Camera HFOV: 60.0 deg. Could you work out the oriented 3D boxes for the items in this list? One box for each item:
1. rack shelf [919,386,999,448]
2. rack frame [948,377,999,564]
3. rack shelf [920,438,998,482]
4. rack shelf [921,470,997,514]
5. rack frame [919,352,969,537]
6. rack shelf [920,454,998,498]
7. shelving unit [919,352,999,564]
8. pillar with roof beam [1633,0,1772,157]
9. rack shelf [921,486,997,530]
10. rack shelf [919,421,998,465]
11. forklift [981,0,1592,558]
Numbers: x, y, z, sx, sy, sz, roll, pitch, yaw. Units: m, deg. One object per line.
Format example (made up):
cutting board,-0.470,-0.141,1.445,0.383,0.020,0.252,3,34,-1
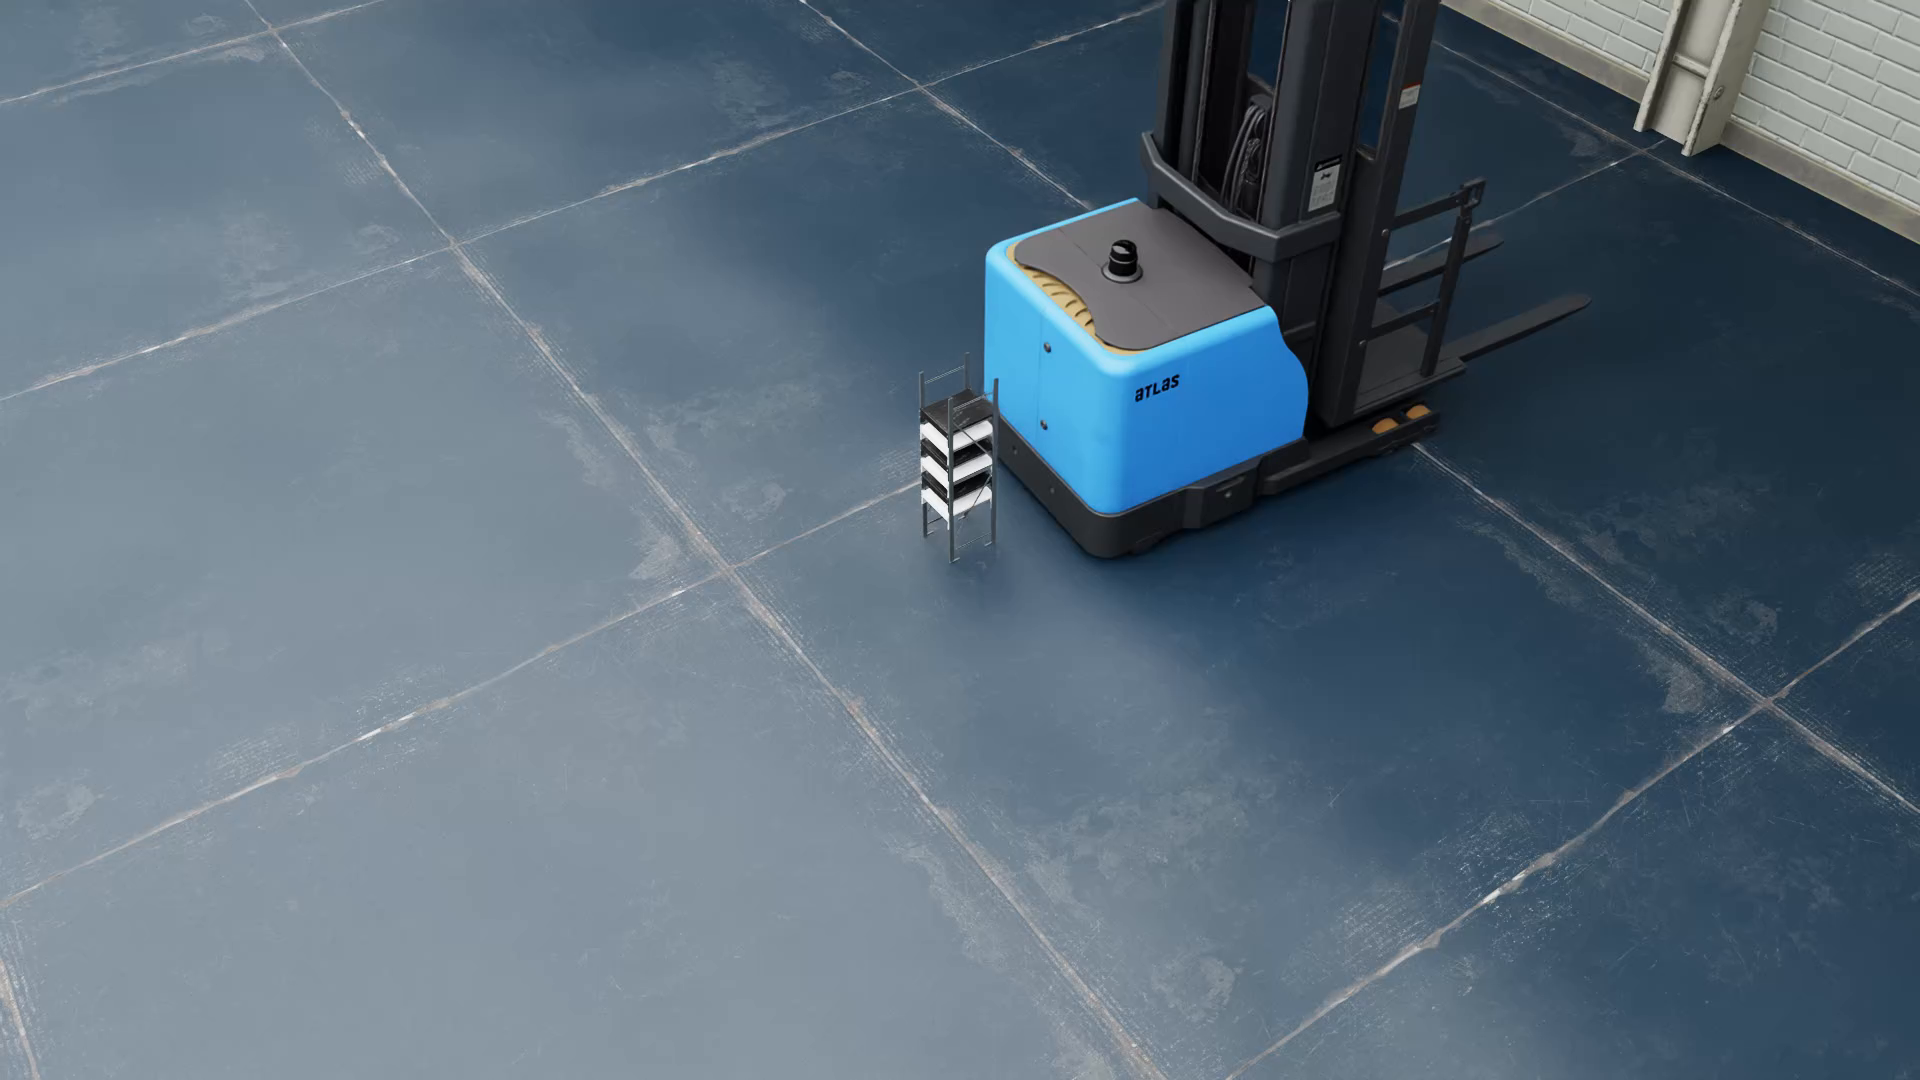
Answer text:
rack shelf,-0.005,-0.501,6.772,0.258,0.077,0.200,-26,49,-24
rack frame,0.054,-0.273,6.875,0.240,0.900,0.006,-26,49,-24
rack shelf,-0.005,-0.371,6.896,0.258,0.077,0.200,-26,49,-24
rack shelf,-0.005,-0.241,7.020,0.258,0.077,0.200,-26,49,-24
rack frame,-0.063,-0.388,6.995,0.240,0.900,0.006,-26,49,-24
rack shelf,-0.005,-0.306,6.958,0.258,0.077,0.200,-26,49,-24
shelving unit,-0.005,-0.330,6.935,0.258,0.900,0.210,-26,49,-24
pillar with roof beam,0.664,-3.925,4.835,9.100,9.000,0.400,-26,49,-24
rack shelf,-0.005,-0.176,7.082,0.258,0.077,0.200,-26,49,-24
rack shelf,-0.005,-0.436,6.834,0.258,0.077,0.200,-26,49,-24
forklift,1.626,-1.746,6.948,3.031,2.935,1.130,-22,48,-21
